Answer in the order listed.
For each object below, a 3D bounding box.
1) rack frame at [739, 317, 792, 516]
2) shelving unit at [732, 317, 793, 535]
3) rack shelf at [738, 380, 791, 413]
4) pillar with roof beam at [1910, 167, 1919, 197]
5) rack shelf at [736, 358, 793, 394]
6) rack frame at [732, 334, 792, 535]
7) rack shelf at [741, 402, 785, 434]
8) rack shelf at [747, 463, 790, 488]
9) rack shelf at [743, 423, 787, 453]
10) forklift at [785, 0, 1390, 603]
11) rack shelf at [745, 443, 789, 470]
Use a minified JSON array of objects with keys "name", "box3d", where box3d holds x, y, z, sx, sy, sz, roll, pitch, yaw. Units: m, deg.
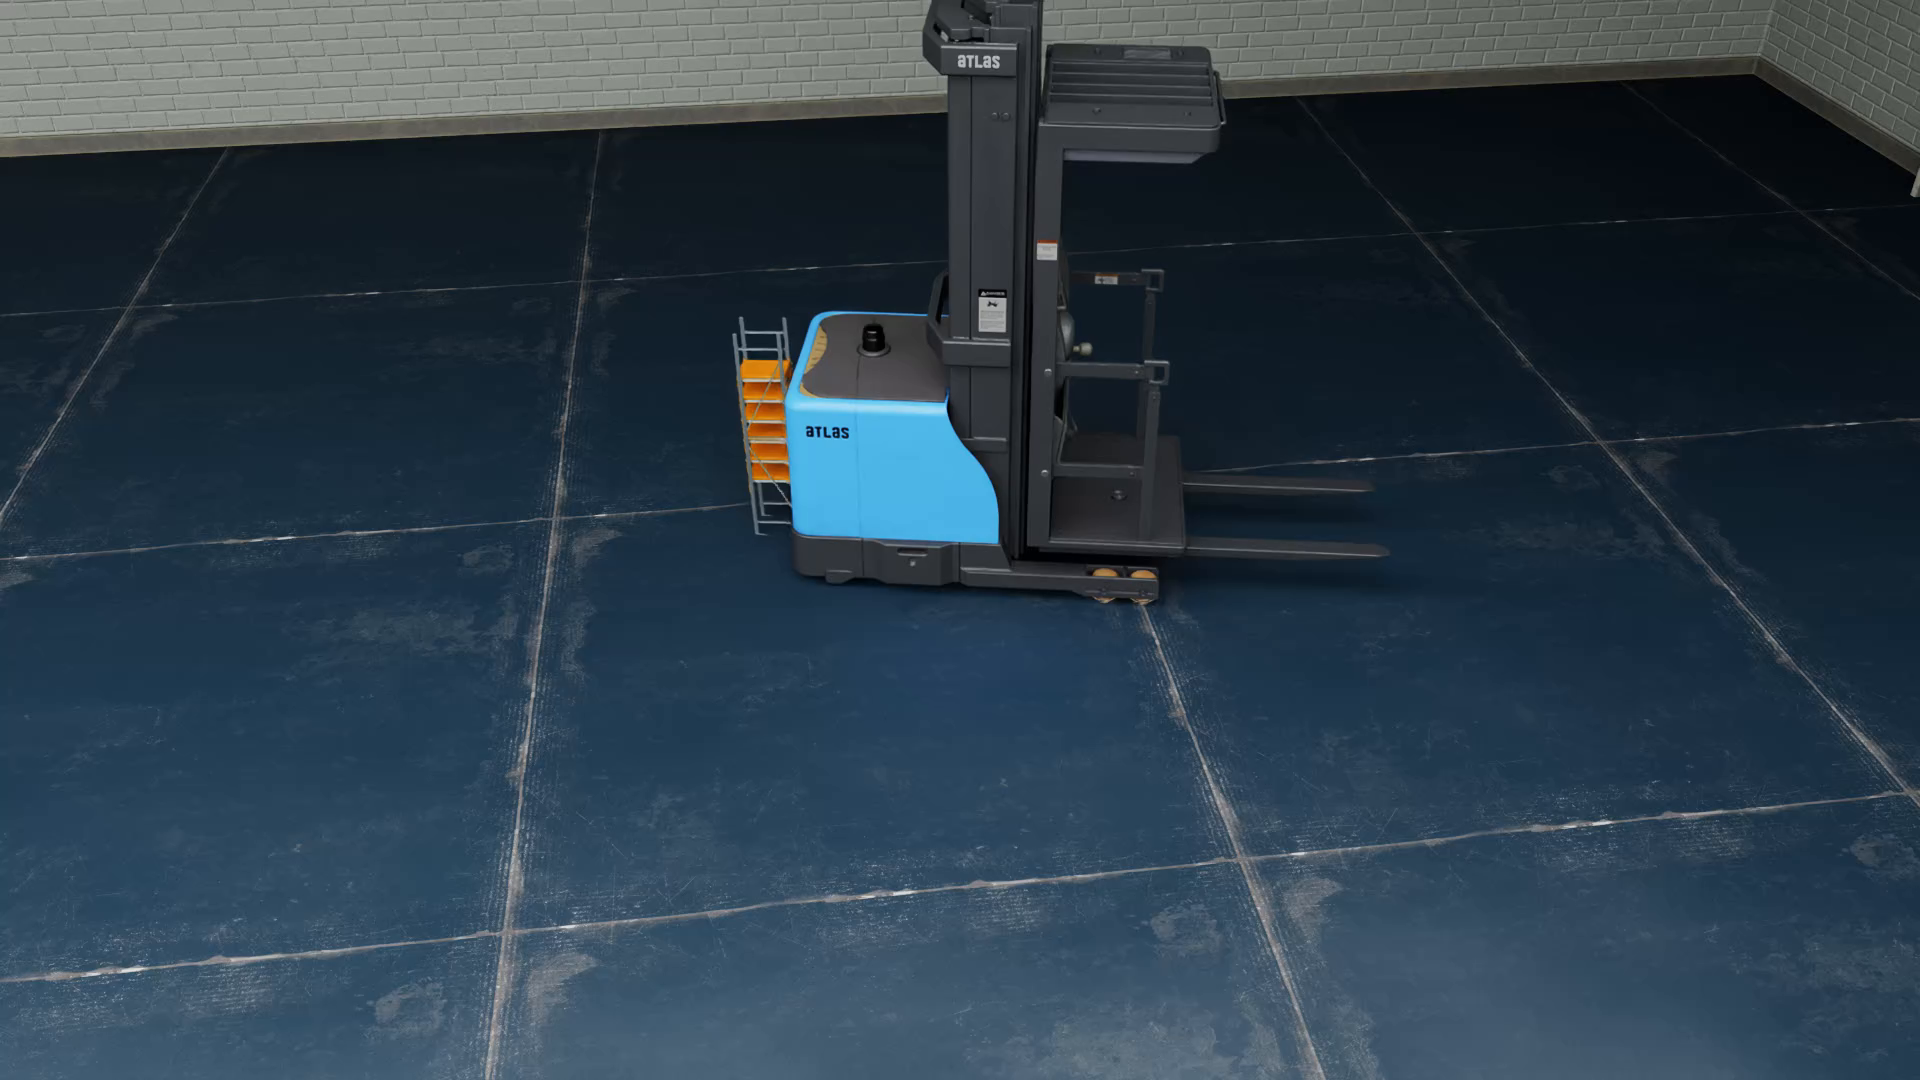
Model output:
[{"name":"rack frame","box3d":[-0.980,-0.627,8.726,0.240,1.200,0.006,1,34,4]},{"name":"shelving unit","box3d":[-0.987,-0.575,8.651,0.258,1.200,0.189,1,34,4]},{"name":"rack shelf","box3d":[-0.992,-0.737,8.541,0.258,0.103,0.180,1,34,4]},{"name":"pillar with roof beam","box3d":[3.213,-5.953,9.623,9.100,9.000,0.400,-4,35,-6]},{"name":"rack shelf","box3d":[-0.995,-0.837,8.474,0.258,0.103,0.180,1,34,4]},{"name":"rack frame","box3d":[-0.994,-0.524,8.575,0.240,1.200,0.006,1,34,4]},{"name":"rack shelf","box3d":[-0.989,-0.638,8.609,0.258,0.103,0.180,1,34,4]},{"name":"rack shelf","box3d":[-0.980,-0.340,8.810,0.258,0.103,0.180,1,34,4]},{"name":"rack shelf","box3d":[-0.986,-0.539,8.676,0.258,0.103,0.180,1,34,4]},{"name":"forklift","box3d":[0.682,-1.203,8.042,3.031,2.935,1.130,2,34,4]},{"name":"rack shelf","box3d":[-0.983,-0.439,8.743,0.258,0.103,0.180,1,34,4]}]
